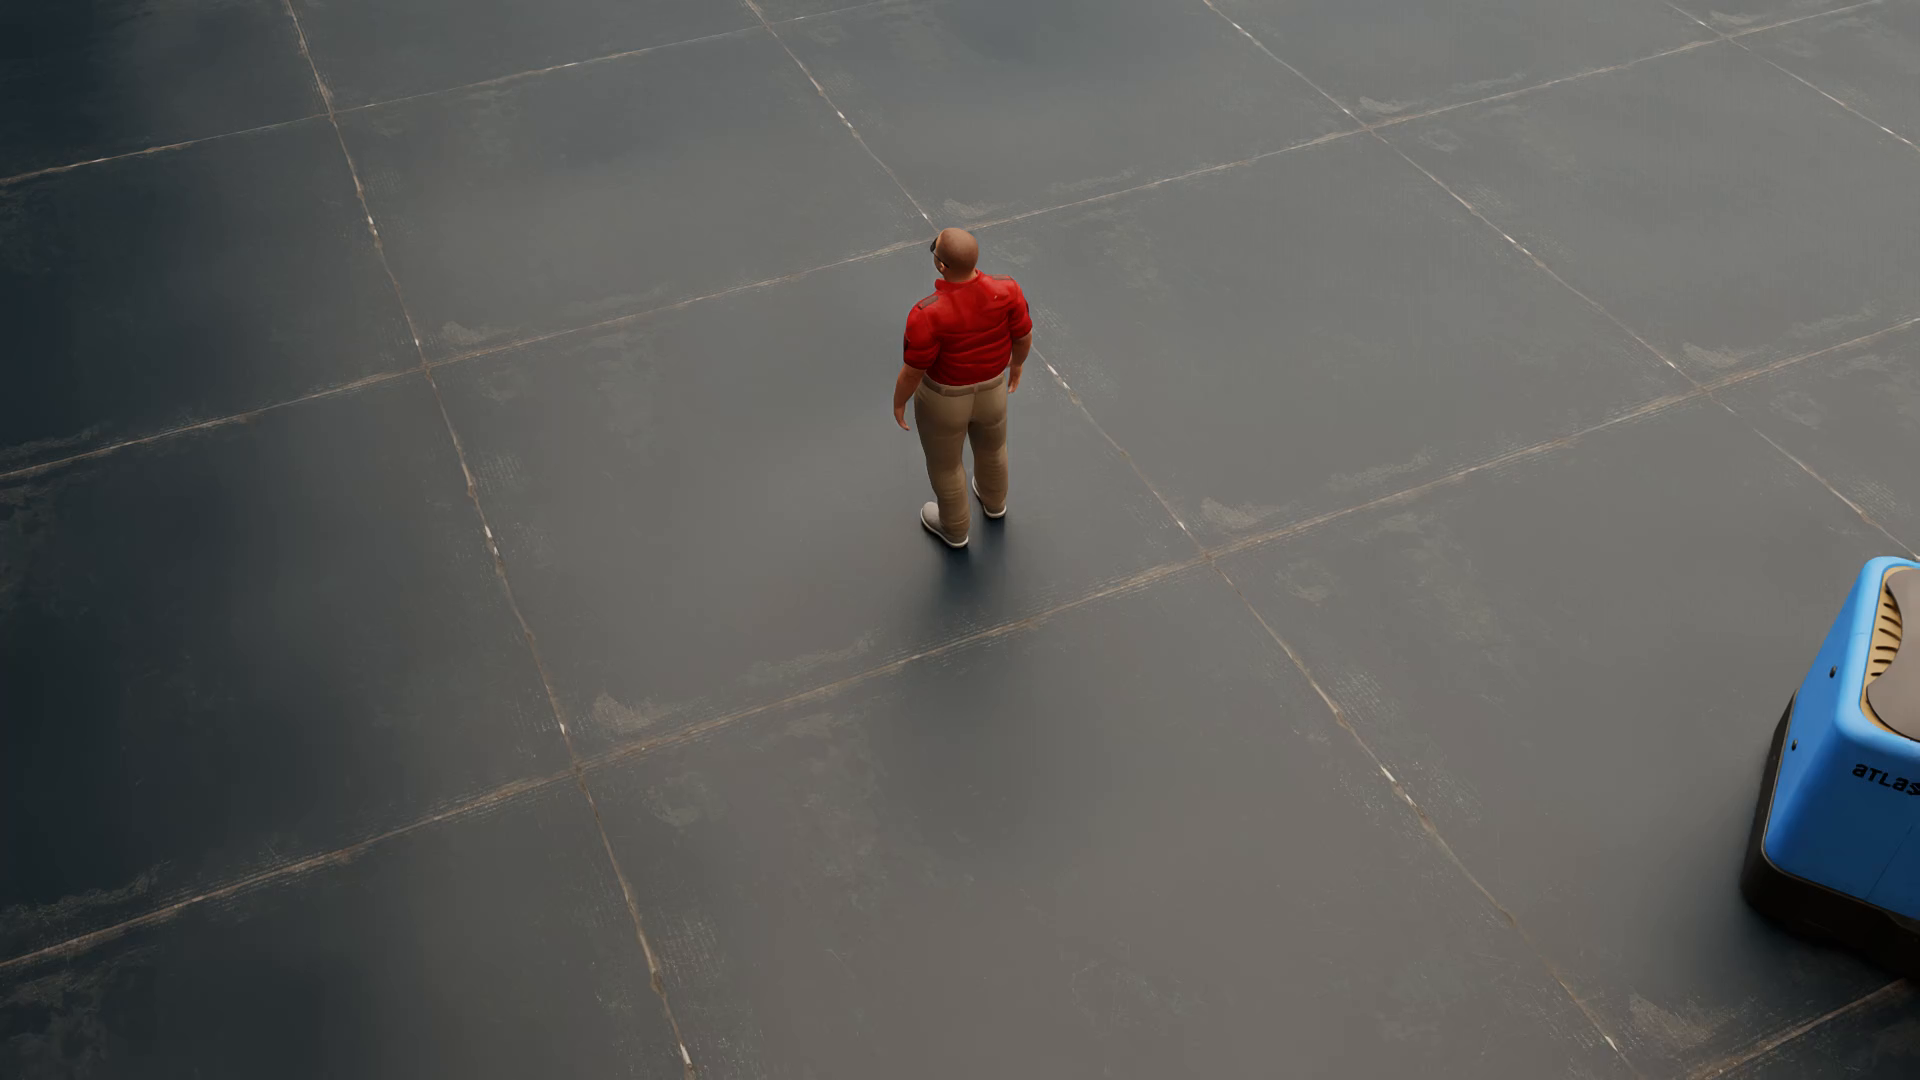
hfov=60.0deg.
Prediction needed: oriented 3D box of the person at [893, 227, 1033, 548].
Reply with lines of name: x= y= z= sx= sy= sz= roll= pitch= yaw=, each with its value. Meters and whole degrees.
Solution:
person: x=-0.026 y=-0.696 z=7.297 sx=0.640 sy=1.727 sz=0.551 roll=-18 pitch=46 yaw=-18

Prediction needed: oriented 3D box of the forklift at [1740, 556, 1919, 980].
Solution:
forklift: x=4.505 y=0.515 z=5.129 sx=3.031 sy=2.935 sz=1.130 roll=20 pitch=47 yaw=20
